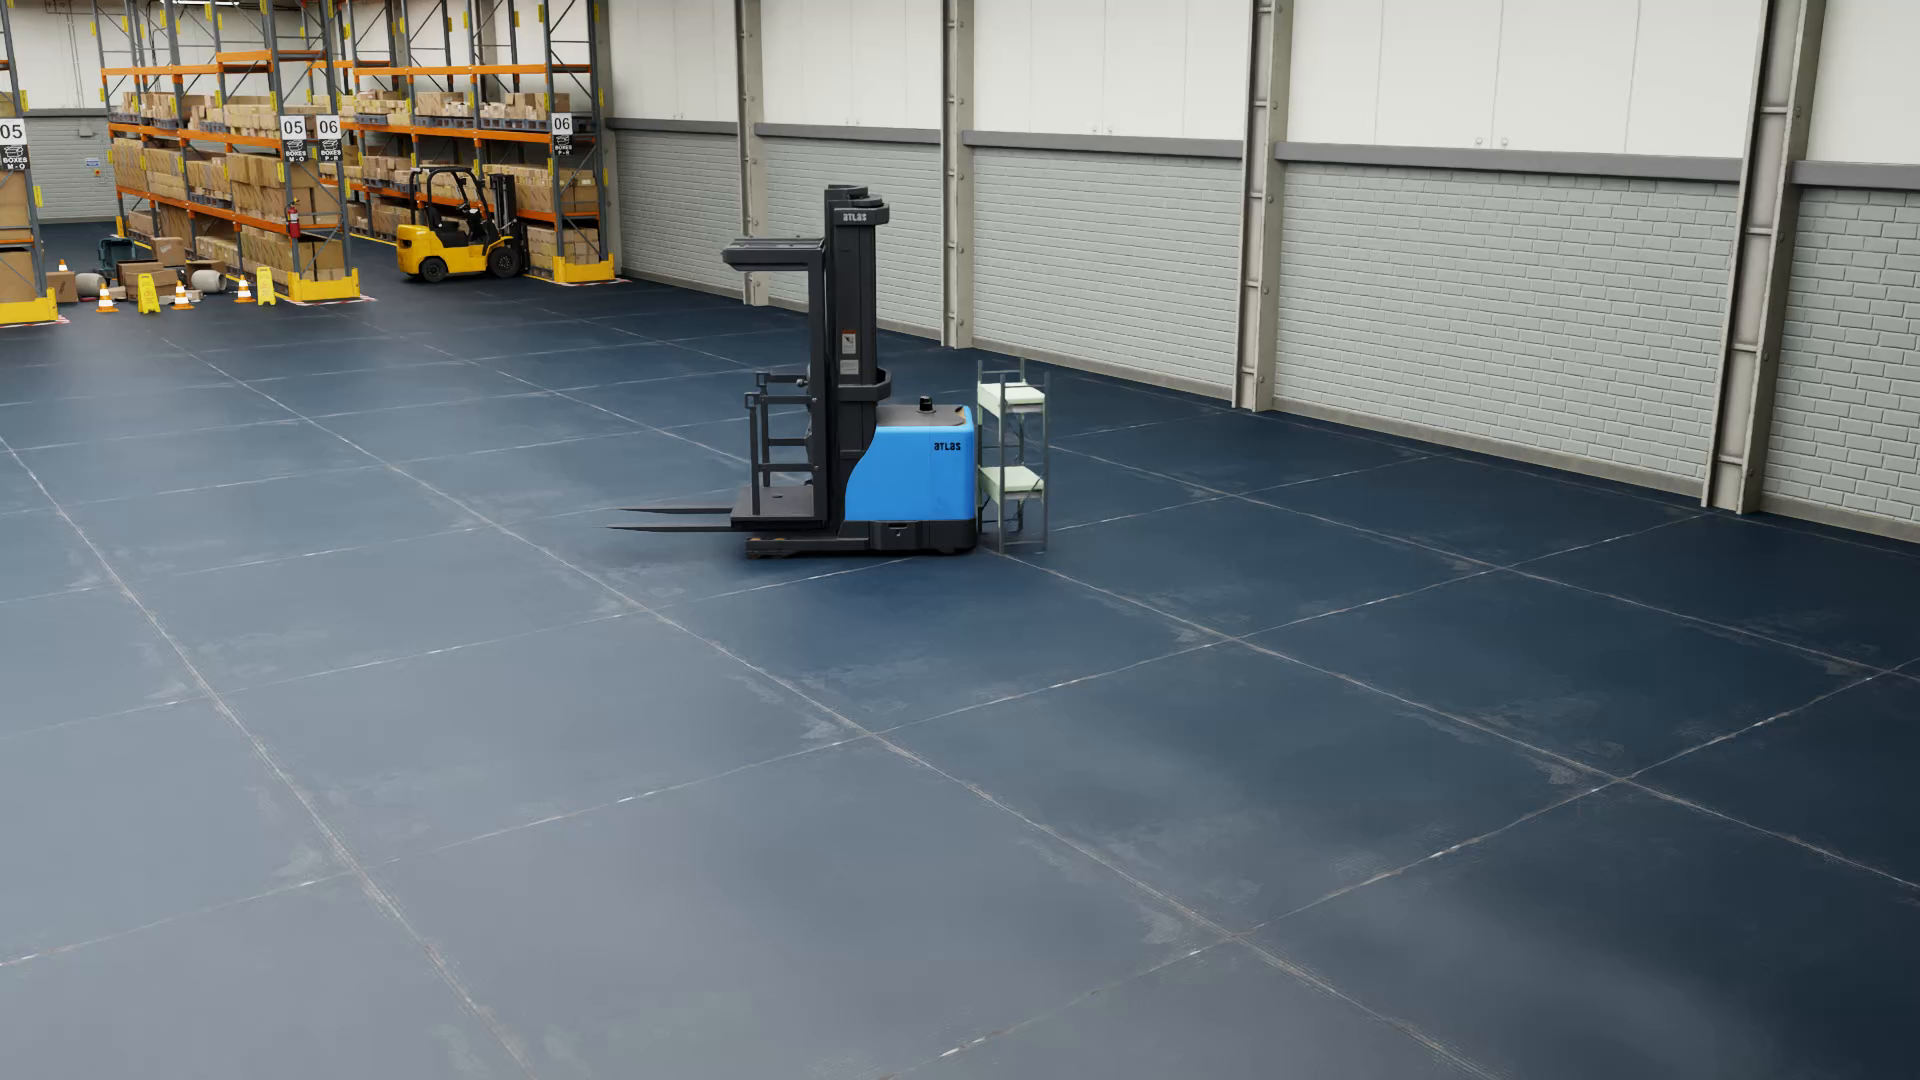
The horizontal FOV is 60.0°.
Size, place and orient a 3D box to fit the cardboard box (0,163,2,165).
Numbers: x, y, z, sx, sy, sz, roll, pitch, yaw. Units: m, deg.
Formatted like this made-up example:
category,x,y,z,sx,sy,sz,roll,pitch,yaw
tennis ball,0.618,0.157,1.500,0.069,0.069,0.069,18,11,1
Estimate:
category,x,y,z,sx,sy,sz,roll,pitch,yaw
cardboard box,-17.118,-6.279,29.007,0.875,0.550,0.550,-11,19,-35

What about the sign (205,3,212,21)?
category,x,y,z,sx,sy,sz,roll,pitch,yaw
sign,-14.225,-9.993,31.470,0.100,0.325,0.005,-11,19,-35

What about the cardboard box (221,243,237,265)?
category,x,y,z,sx,sy,sz,roll,pitch,yaw
cardboard box,-14.516,-5.859,33.984,0.950,0.372,0.625,-10,18,-31

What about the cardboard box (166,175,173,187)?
category,x,y,z,sx,sy,sz,roll,pitch,yaw
cardboard box,-17.244,-7.962,36.820,0.500,0.250,0.500,-11,19,-36

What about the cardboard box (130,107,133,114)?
category,x,y,z,sx,sy,sz,roll,pitch,yaw
cardboard box,-19.274,-10.087,39.059,0.380,0.149,0.250,-10,18,-33

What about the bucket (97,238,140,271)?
category,x,y,z,sx,sy,sz,roll,pitch,yaw
bucket,-15.780,-5.353,31.273,0.726,0.611,0.620,-4,6,-15

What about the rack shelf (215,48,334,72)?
category,x,y,z,sx,sy,sz,roll,pitch,yaw
rack shelf,-12.604,-8.778,30.469,1.077,0.370,4.000,-11,19,-35

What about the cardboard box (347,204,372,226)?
category,x,y,z,sx,sy,sz,roll,pitch,yaw
cardboard box,-15.458,-8.435,43.151,0.700,0.500,0.500,-12,19,-37

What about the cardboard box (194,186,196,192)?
category,x,y,z,sx,sy,sz,roll,pitch,yaw
cardboard box,-16.091,-7.497,35.465,0.380,0.149,0.250,-12,19,-38

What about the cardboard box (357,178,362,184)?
category,x,y,z,sx,sy,sz,roll,pitch,yaw
cardboard box,-15.033,-9.099,42.115,0.380,0.149,0.250,-10,18,-33

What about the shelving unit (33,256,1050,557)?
category,x,y,z,sx,sy,sz,roll,pitch,yaw
shelving unit,-9.865,-3.907,25.512,14.688,1.500,29.268,-4,16,-13

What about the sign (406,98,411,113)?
category,x,y,z,sx,sy,sz,roll,pitch,yaw
sign,-12.559,-9.897,37.894,0.100,0.325,0.005,-11,19,-35

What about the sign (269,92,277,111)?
category,x,y,z,sx,sy,sz,roll,pitch,yaw
sign,-11.889,-7.597,28.793,0.100,0.325,0.005,-11,19,-35

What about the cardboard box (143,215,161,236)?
category,x,y,z,sx,sy,sz,roll,pitch,yaw
cardboard box,-19.293,-7.676,40.499,0.875,0.438,0.875,-12,19,-36

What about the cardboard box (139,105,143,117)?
category,x,y,z,sx,sy,sz,roll,pitch,yaw
cardboard box,-18.473,-9.791,37.945,0.396,0.266,0.258,-11,19,-35

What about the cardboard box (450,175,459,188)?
category,x,y,z,sx,sy,sz,roll,pitch,yaw
cardboard box,-10.867,-7.884,36.535,0.500,0.250,0.500,-10,18,-33

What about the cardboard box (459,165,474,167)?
category,x,y,z,sx,sy,sz,roll,pitch,yaw
cardboard box,-11.125,-8.395,37.649,0.380,0.149,0.250,-11,19,-35

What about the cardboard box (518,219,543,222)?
category,x,y,z,sx,sy,sz,roll,pitch,yaw
cardboard box,-9.011,-6.609,35.058,0.500,0.250,0.500,-11,19,-35

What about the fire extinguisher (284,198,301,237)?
category,x,y,z,sx,sy,sz,roll,pitch,yaw
fire extinguisher,-18.111,-11.466,36.794,6.000,7.875,21.906,-11,19,-35

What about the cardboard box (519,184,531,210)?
category,x,y,z,sx,sy,sz,roll,pitch,yaw
cardboard box,-8.516,-6.911,33.455,0.500,0.500,0.500,-11,19,-36

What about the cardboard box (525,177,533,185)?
category,x,y,z,sx,sy,sz,roll,pitch,yaw
cardboard box,-8.455,-7.188,33.237,0.380,0.149,0.250,-12,19,-36

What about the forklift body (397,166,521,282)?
category,x,y,z,sx,sy,sz,roll,pitch,yaw
forklift body,-10.006,-6.289,32.980,2.313,2.155,1.214,-11,19,-35

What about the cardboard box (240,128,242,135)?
category,x,y,z,sx,sy,sz,roll,pitch,yaw
cardboard box,-13.451,-7.780,31.614,0.380,0.149,0.250,-11,19,-34

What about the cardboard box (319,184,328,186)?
category,x,y,z,sx,sy,sz,roll,pitch,yaw
cardboard box,-11.789,-6.251,30.482,0.500,0.500,0.500,-10,18,-33

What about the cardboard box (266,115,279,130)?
category,x,y,z,sx,sy,sz,roll,pitch,yaw
cardboard box,-11.947,-7.391,29.436,0.500,0.250,0.500,-11,19,-35

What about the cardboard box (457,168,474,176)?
category,x,y,z,sx,sy,sz,roll,pitch,yaw
cardboard box,-10.781,-8.044,36.367,0.380,0.149,0.250,-11,19,-36

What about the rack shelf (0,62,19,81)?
category,x,y,z,sx,sy,sz,roll,pitch,yaw
rack shelf,-16.549,-7.796,27.635,1.077,0.370,4.000,-11,19,-35

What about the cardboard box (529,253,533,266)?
category,x,y,z,sx,sy,sz,roll,pitch,yaw
cardboard box,-8.519,-5.720,33.707,0.500,0.250,0.500,-11,19,-34

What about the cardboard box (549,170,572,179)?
category,x,y,z,sx,sy,sz,roll,pitch,yaw
cardboard box,-7.796,-7.125,32.445,0.380,0.149,0.250,-11,19,-34

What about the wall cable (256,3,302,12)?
category,x,y,z,sx,sy,sz,roll,pitch,yaw
wall cable,-19.106,-16.973,48.509,2.988,3.039,0.133,-11,19,-35

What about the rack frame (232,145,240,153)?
category,x,y,z,sx,sy,sz,roll,pitch,yaw
rack frame,-13.777,-6.660,32.728,0.949,2.616,0.053,-11,19,-35

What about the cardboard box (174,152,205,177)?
category,x,y,z,sx,sy,sz,roll,pitch,yaw
cardboard box,-16.647,-8.114,35.957,0.500,0.500,0.500,-11,19,-36

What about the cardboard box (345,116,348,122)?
category,x,y,z,sx,sy,sz,roll,pitch,yaw
cardboard box,-15.354,-10.660,42.137,0.380,0.149,0.250,-11,19,-35

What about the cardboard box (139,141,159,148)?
category,x,y,z,sx,sy,sz,roll,pitch,yaw
cardboard box,-18.922,-9.228,38.796,0.380,0.149,0.250,-11,19,-36

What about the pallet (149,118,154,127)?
category,x,y,z,sx,sy,sz,roll,pitch,yaw
pallet,-17.905,-9.534,37.909,0.805,0.209,1.217,-12,19,-37

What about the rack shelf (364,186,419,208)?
category,x,y,z,sx,sy,sz,roll,pitch,yaw
rack shelf,-13.295,-8.365,40.320,1.077,0.370,4.000,-11,19,-35

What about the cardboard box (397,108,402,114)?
category,x,y,z,sx,sy,sz,roll,pitch,yaw
cardboard box,-12.974,-10.055,38.978,0.380,0.149,0.250,-11,19,-35

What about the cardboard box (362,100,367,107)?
category,x,y,z,sx,sy,sz,roll,pitch,yaw
cardboard box,-14.321,-10.620,40.443,0.380,0.149,0.250,-11,19,-36

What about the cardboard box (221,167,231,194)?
category,x,y,z,sx,sy,sz,roll,pitch,yaw
cardboard box,-14.237,-7.117,32.848,0.500,0.500,0.500,-11,19,-36

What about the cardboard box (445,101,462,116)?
category,x,y,z,sx,sy,sz,roll,pitch,yaw
cardboard box,-10.841,-9.366,36.116,0.500,0.311,0.500,-12,19,-36

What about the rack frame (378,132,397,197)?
category,x,y,z,sx,sy,sz,roll,pitch,yaw
rack frame,-14.474,-9.139,41.783,0.949,2.616,0.053,-11,19,-35

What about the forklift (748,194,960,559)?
category,x,y,z,sx,sy,sz,roll,pitch,yaw
forklift,-12.706,-8.373,27.600,24.583,9.011,32.329,0,15,-2

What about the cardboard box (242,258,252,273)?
category,x,y,z,sx,sy,sz,roll,pitch,yaw
cardboard box,-13.651,-5.368,32.420,0.500,0.250,0.500,-12,19,-37

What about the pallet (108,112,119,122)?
category,x,y,z,sx,sy,sz,roll,pitch,yaw
pallet,-20.391,-10.469,41.131,1.003,0.211,1.213,-11,19,-35

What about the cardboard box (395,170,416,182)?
category,x,y,z,sx,sy,sz,roll,pitch,yaw
cardboard box,-13.001,-8.590,39.268,0.500,0.250,0.500,-12,19,-37

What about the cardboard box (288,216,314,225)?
category,x,y,z,sx,sy,sz,roll,pitch,yaw
cardboard box,-11.821,-5.731,29.809,0.380,0.149,0.250,-10,18,-33

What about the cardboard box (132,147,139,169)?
category,x,y,z,sx,sy,sz,roll,pitch,yaw
cardboard box,-19.276,-9.066,39.434,0.500,0.500,0.500,-11,19,-35

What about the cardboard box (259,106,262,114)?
category,x,y,z,sx,sy,sz,roll,pitch,yaw
cardboard box,-12.529,-7.830,30.286,0.380,0.149,0.250,-12,19,-36

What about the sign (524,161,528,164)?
category,x,y,z,sx,sy,sz,roll,pitch,yaw
sign,-9.319,-7.973,35.735,0.100,0.325,0.005,-11,19,-35

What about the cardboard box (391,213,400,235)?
category,x,y,z,sx,sy,sz,roll,pitch,yaw
cardboard box,-13.458,-7.667,40.345,0.501,0.500,0.501,-12,19,-37

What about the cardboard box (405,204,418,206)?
category,x,y,z,sx,sy,sz,roll,pitch,yaw
cardboard box,-13.540,-8.259,41.279,0.380,0.149,0.250,-12,19,-37
